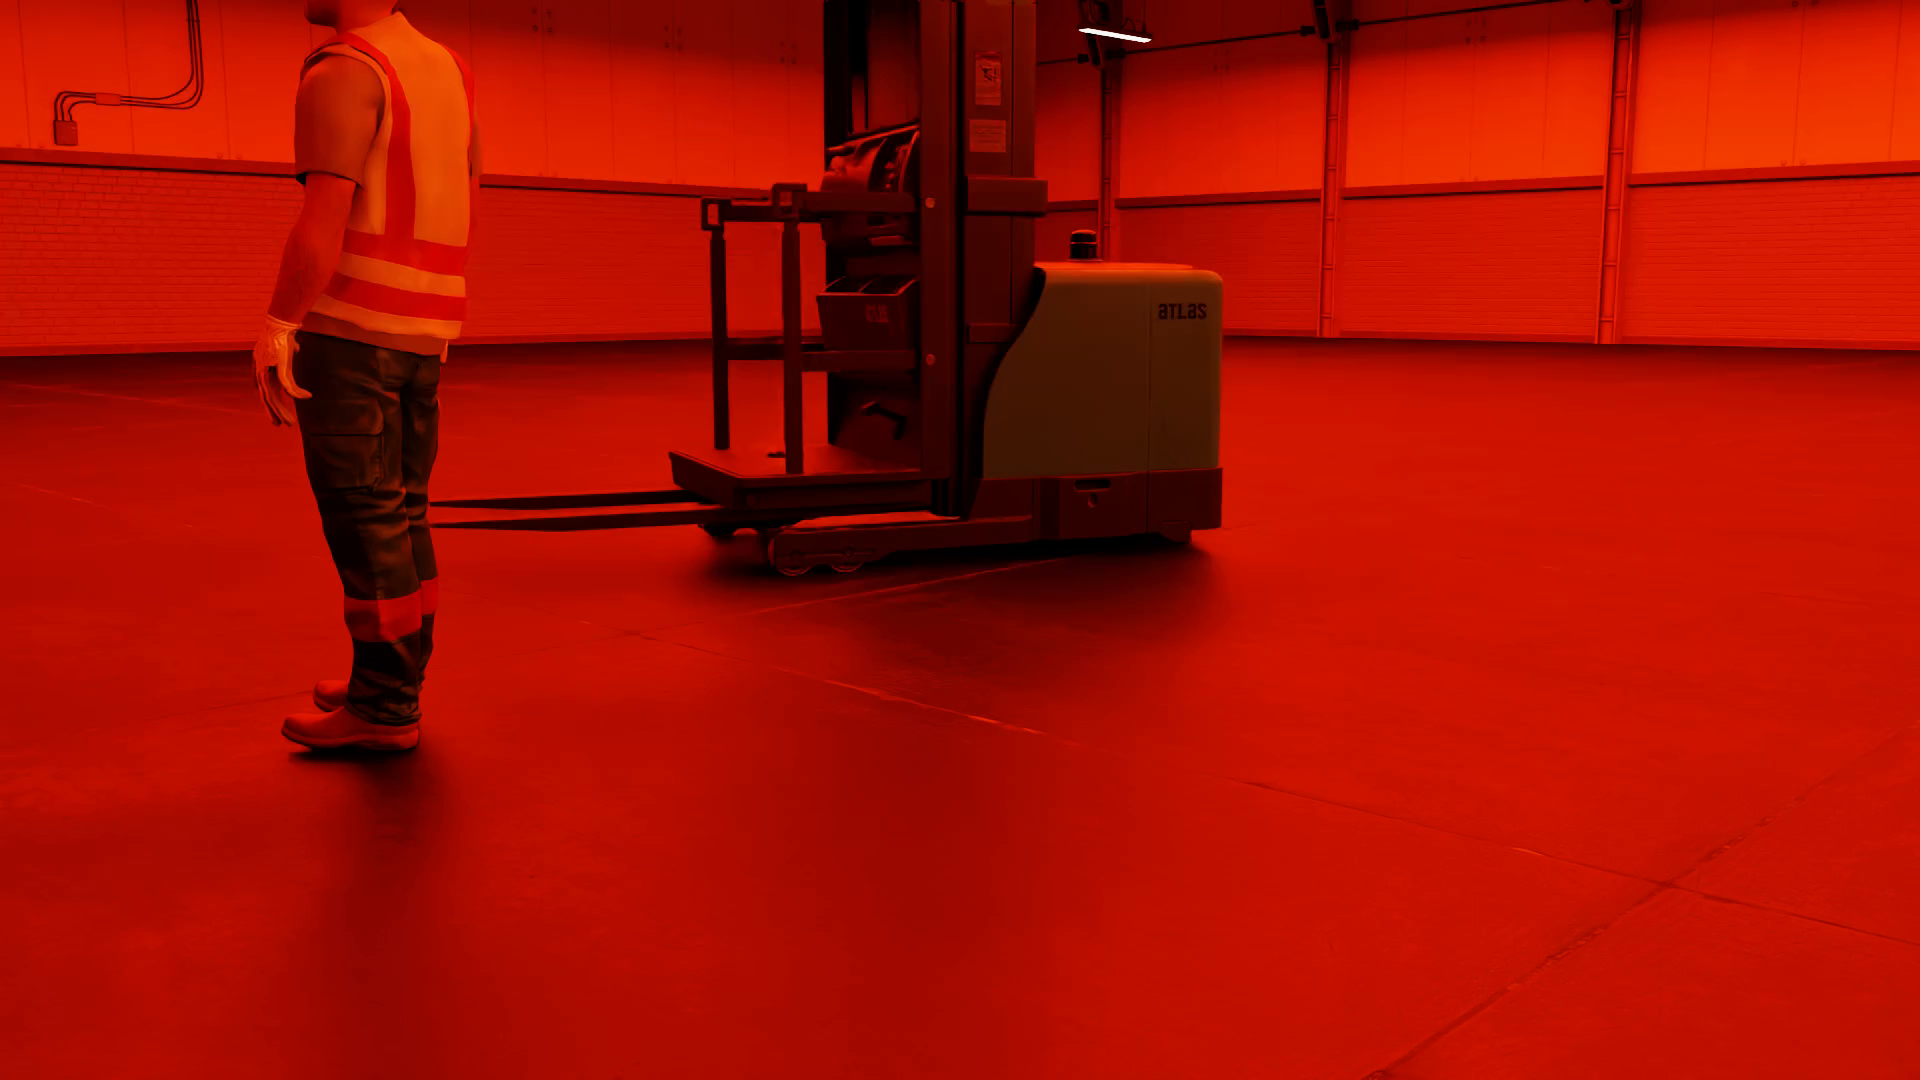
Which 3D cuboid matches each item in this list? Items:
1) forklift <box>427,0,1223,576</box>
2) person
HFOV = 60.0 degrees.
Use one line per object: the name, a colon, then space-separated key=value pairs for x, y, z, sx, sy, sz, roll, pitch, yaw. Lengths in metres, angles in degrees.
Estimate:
forklift: x=-0.532 y=-1.410 z=6.238 sx=3.031 sy=2.935 sz=1.130 roll=-4 pitch=9 yaw=-23
person: x=-1.324 y=-0.437 z=3.558 sx=0.566 sy=1.787 sz=0.638 roll=2 pitch=9 yaw=12
